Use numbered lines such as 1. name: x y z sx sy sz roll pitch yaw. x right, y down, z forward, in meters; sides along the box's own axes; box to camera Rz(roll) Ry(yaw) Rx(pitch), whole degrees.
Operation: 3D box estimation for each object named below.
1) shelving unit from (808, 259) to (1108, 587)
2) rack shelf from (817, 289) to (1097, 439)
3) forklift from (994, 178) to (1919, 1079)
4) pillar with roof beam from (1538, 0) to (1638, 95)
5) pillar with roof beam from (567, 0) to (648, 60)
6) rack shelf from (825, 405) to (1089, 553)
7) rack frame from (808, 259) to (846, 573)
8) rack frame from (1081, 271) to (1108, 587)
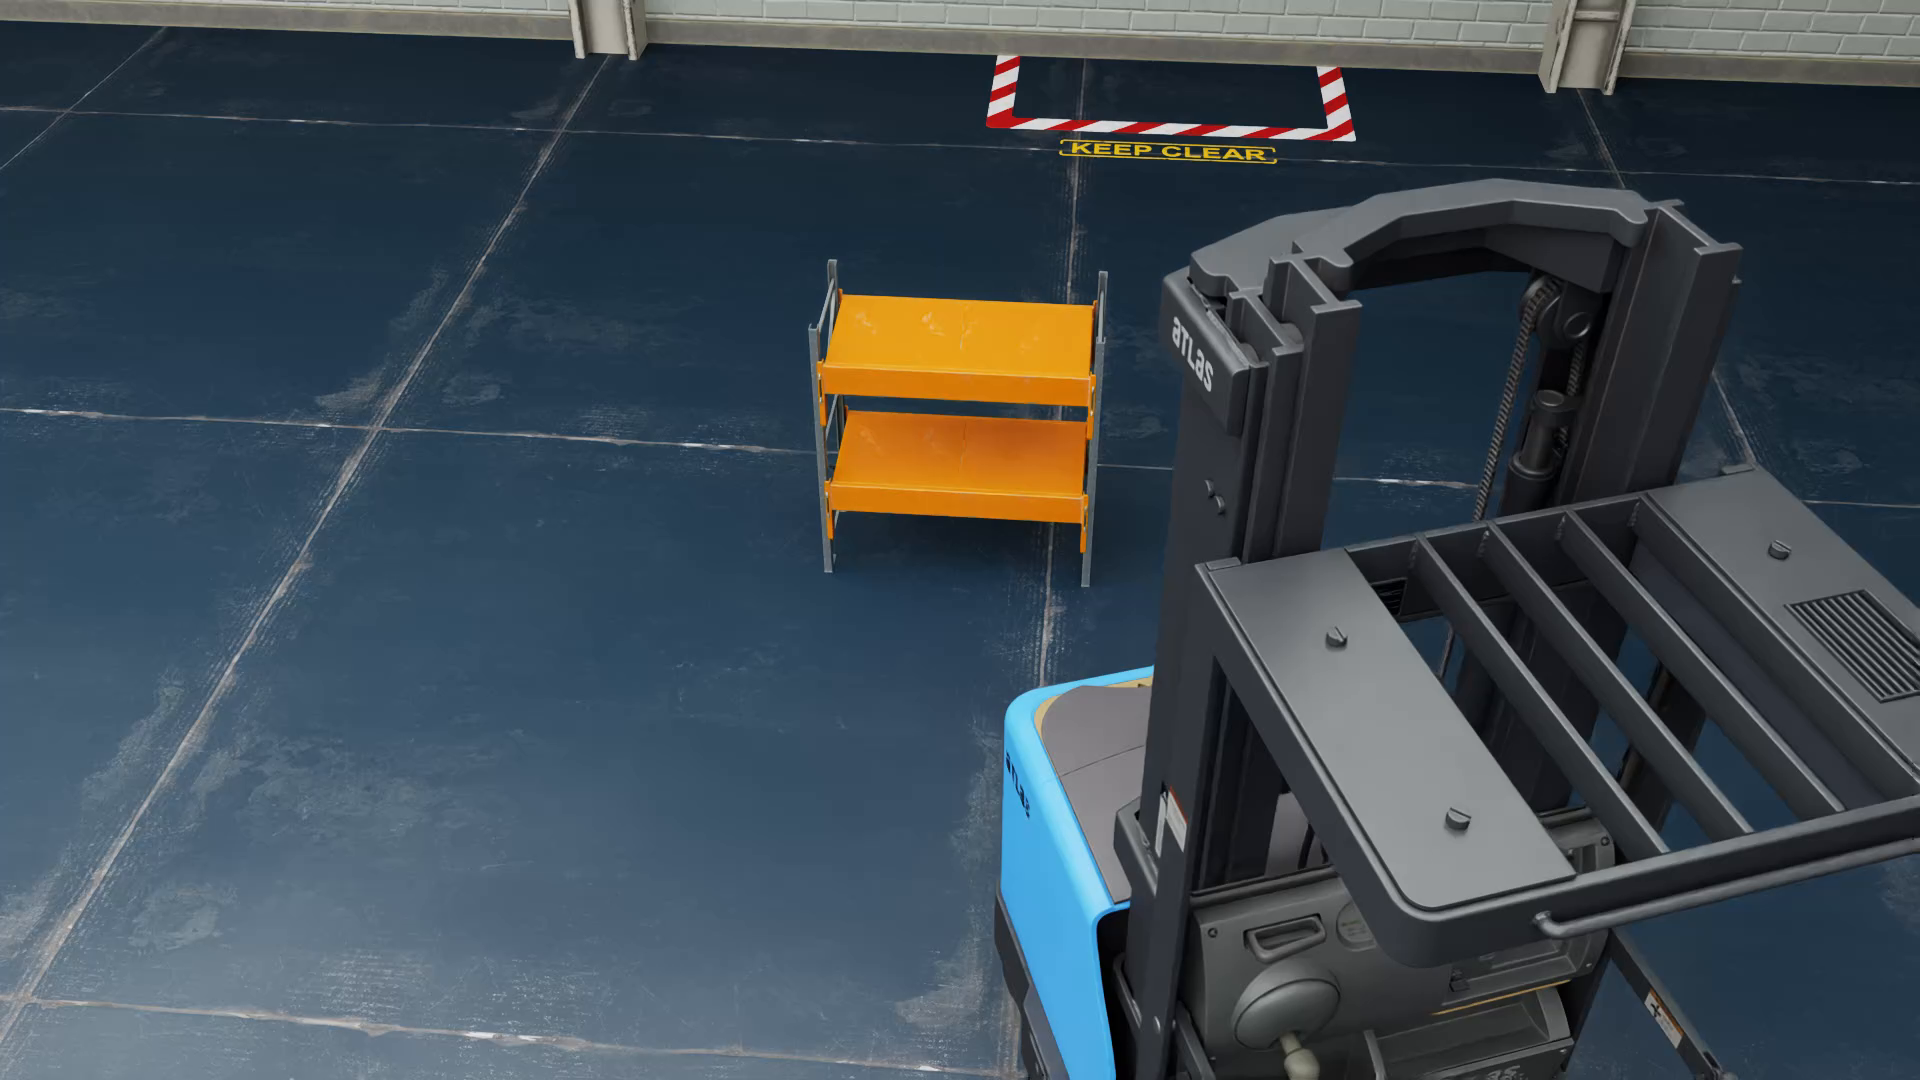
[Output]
1. shelving unit: 0.007 -0.436 6.394 1.048 1.125 0.538 3 39 4
2. rack shelf: 0.007 -0.663 6.210 1.000 0.278 0.538 3 39 4
3. forklift: 0.992 0.931 3.285 1.130 2.935 3.031 -10 40 -12
4. pillar with roof beam: 3.394 -3.581 4.021 0.400 9.000 9.100 3 39 4
5. pillar with roof beam: -2.583 -3.908 4.423 0.400 9.000 9.100 3 39 4
6. rack shelf: 0.007 -0.246 6.549 1.000 0.278 0.538 3 39 4
7. rack frame: -0.500 -0.464 6.428 0.032 1.125 0.500 3 39 4
8. rack frame: 0.513 -0.408 6.360 0.032 1.125 0.500 3 39 4
